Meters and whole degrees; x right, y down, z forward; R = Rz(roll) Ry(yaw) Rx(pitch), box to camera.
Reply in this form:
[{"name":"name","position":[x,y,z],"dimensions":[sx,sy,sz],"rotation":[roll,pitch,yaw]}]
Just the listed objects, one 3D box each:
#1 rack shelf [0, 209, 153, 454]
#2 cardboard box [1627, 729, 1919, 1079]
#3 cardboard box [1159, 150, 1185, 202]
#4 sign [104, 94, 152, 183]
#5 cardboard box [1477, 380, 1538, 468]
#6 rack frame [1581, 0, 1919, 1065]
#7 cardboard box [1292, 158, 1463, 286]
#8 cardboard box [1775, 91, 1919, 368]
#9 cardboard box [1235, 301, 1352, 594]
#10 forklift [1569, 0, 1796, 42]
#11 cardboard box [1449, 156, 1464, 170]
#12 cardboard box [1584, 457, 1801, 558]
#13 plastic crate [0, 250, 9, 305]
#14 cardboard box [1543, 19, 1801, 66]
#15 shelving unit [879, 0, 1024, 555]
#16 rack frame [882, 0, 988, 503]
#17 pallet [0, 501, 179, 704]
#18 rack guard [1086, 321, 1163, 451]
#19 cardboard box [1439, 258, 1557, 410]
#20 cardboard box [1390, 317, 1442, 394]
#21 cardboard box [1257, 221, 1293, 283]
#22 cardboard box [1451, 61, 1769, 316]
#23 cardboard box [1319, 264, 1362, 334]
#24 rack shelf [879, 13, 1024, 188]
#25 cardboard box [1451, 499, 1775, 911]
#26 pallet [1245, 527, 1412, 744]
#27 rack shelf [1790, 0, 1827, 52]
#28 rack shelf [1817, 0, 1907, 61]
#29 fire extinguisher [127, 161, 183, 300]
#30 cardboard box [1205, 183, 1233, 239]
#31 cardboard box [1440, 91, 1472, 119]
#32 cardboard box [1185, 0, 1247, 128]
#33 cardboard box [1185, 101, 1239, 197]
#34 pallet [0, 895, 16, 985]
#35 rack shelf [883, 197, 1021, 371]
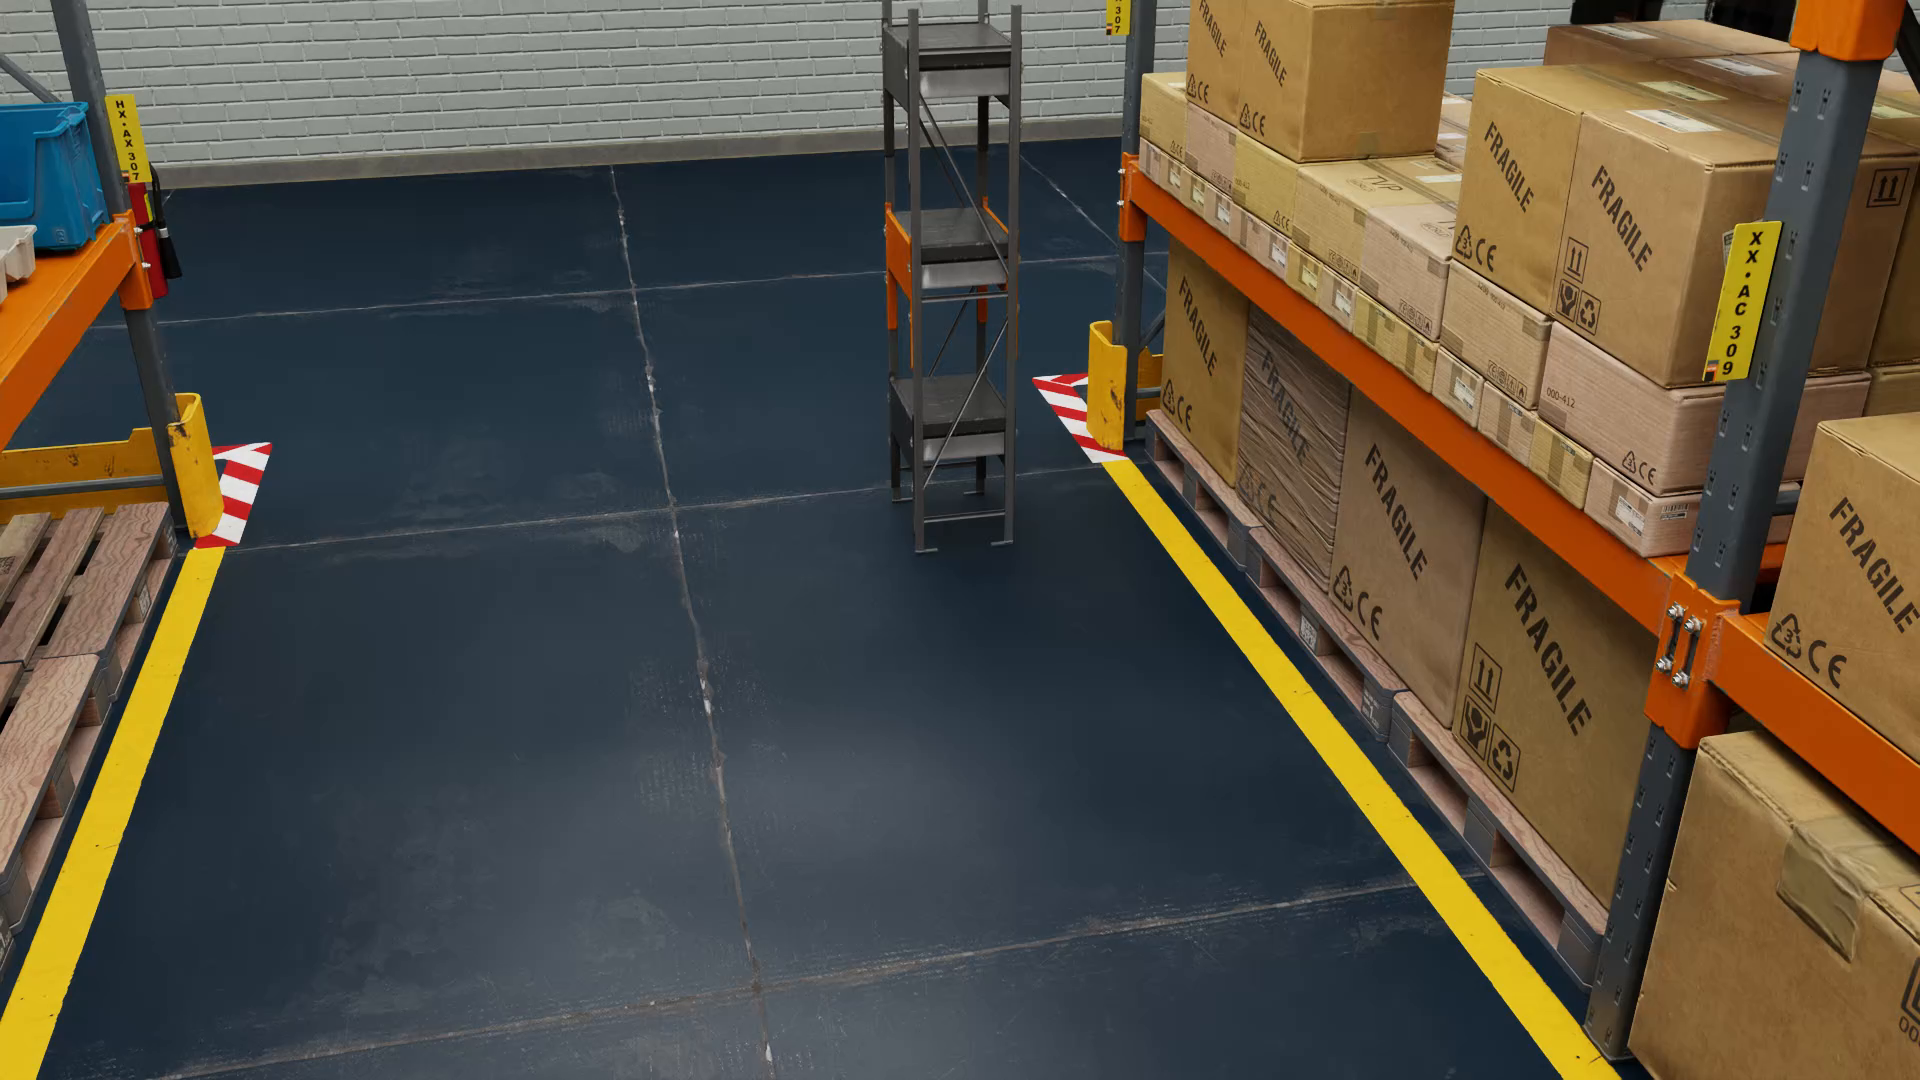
[{"name":"rack shelf","position":[-3.183,-0.160,4.537],"dimensions":[1.077,0.370,4.000],"rotation":[-6,27,-12]},{"name":"cardboard box","position":[2.257,0.934,3.463],"dimensions":[1.225,0.875,0.875],"rotation":[-6,27,-11]},{"name":"cardboard box","position":[1.010,-1.448,6.569],"dimensions":[0.380,0.149,0.250],"rotation":[-6,27,-12]},{"name":"sign","position":[-3.101,-1.495,6.202],"dimensions":[0.100,0.325,0.005],"rotation":[-6,27,-12]},{"name":"cardboard box","position":[1.590,-0.320,4.335],"dimensions":[0.380,0.149,0.250],"rotation":[-6,27,-12]},{"name":"rack frame","position":[2.094,-0.106,3.632],"dimensions":[1.000,3.000,0.127],"rotation":[-6,27,-12]},{"name":"cardboard box","position":[1.393,-1.013,5.264],"dimensions":[0.500,0.250,0.500],"rotation":[-6,27,-13]},{"name":"cardboard box","position":[2.235,-0.743,3.897],"dimensions":[0.500,0.500,0.500],"rotation":[-6,27,-12]},{"name":"cardboard box","position":[1.619,-0.429,6.163],"dimensions":[0.875,0.875,0.875],"rotation":[-6,27,-12]},{"name":"forklift","position":[3.155,-1.564,6.596],"dimensions":[1.130,2.935,3.031],"rotation":[-10,28,-18]},{"name":"cardboard box","position":[1.910,-1.068,5.373],"dimensions":[0.500,0.250,0.500],"rotation":[-6,27,-12]},{"name":"cardboard box","position":[1.706,-0.095,3.887],"dimensions":[0.380,0.149,0.250],"rotation":[-6,27,-11]},{"name":"plastic crate","position":[-3.222,-0.800,5.232],"dimensions":[0.396,0.136,0.243],"rotation":[-6,27,-12]},{"name":"cardboard box","position":[2.010,-1.188,4.779],"dimensions":[0.500,0.500,0.500],"rotation":[-7,28,-13]},{"name":"shelving unit","position":[-0.037,-1.010,6.421],"dimensions":[0.431,2.100,0.503],"rotation":[-6,27,-12]},{"name":"rack frame","position":[-0.092,-1.117,6.633],"dimensions":[0.400,2.100,0.015],"rotation":[-6,27,-12]},{"name":"pallet","position":[-3.485,0.252,6.017],"dimensions":[1.003,0.211,1.213],"rotation":[-6,27,-12]},{"name":"rack guard","position":[1.187,-0.757,7.695],"dimensions":[1.175,0.500,0.348],"rotation":[-6,27,-12]},{"name":"cardboard box","position":[1.619,-0.566,4.379],"dimensions":[0.500,0.250,0.500],"rotation":[-5,27,-10]},{"name":"cardboard box","position":[1.473,-0.546,4.783],"dimensions":[0.380,0.149,0.250],"rotation":[-5,27,-11]},{"name":"cardboard box","position":[1.243,-0.997,5.674],"dimensions":[0.380,0.149,0.250],"rotation":[-6,27,-12]},{"name":"cardboard box","position":[1.621,-0.902,4.212],"dimensions":[0.500,0.500,0.500],"rotation":[-6,27,-11]},{"name":"cardboard box","position":[1.359,-0.771,5.227],"dimensions":[0.380,0.149,0.250],"rotation":[-6,27,-11]},{"name":"rack shelf","position":[-0.037,-1.623,6.112],"dimensions":[0.431,0.518,0.480],"rotation":[-6,27,-12]},{"name":"cardboard box","position":[2.023,0.357,4.606],"dimensions":[0.875,0.875,0.875],"rotation":[-6,27,-12]},{"name":"pallet","position":[1.720,0.260,6.000],"dimensions":[1.003,0.211,1.213],"rotation":[-6,27,-12]},{"name":"rack shelf","position":[1.643,-2.002,4.857],"dimensions":[1.077,0.370,4.000],"rotation":[-6,27,-12]},{"name":"rack shelf","position":[2.544,-0.246,1.378],"dimensions":[1.077,0.370,4.000],"rotation":[-6,27,-12]},{"name":"fire extinguisher","position":[-3.225,-1.271,6.438],"dimensions":[0.296,0.674,0.183],"rotation":[-6,27,-12]},{"name":"cardboard box","position":[1.128,-1.222,6.120],"dimensions":[0.380,0.149,0.250],"rotation":[-6,27,-12]},{"name":"cardboard box","position":[1.674,-1.520,6.268],"dimensions":[0.500,0.250,0.500],"rotation":[-6,27,-12]},{"name":"cardboard box","position":[1.150,-1.805,6.002],"dimensions":[0.500,0.500,0.500],"rotation":[-7,28,-13]},{"name":"cardboard box","position":[1.161,-1.462,6.155],"dimensions":[0.500,0.250,0.500],"rotation":[-6,27,-12]},{"name":"pallet","position":[-2.935,1.323,3.895],"dimensions":[1.003,0.211,1.213],"rotation":[-6,27,-12]},{"name":"rack shelf","position":[-0.037,-0.998,6.427],"dimensions":[0.431,0.518,0.480],"rotation":[-6,27,-12]}]
